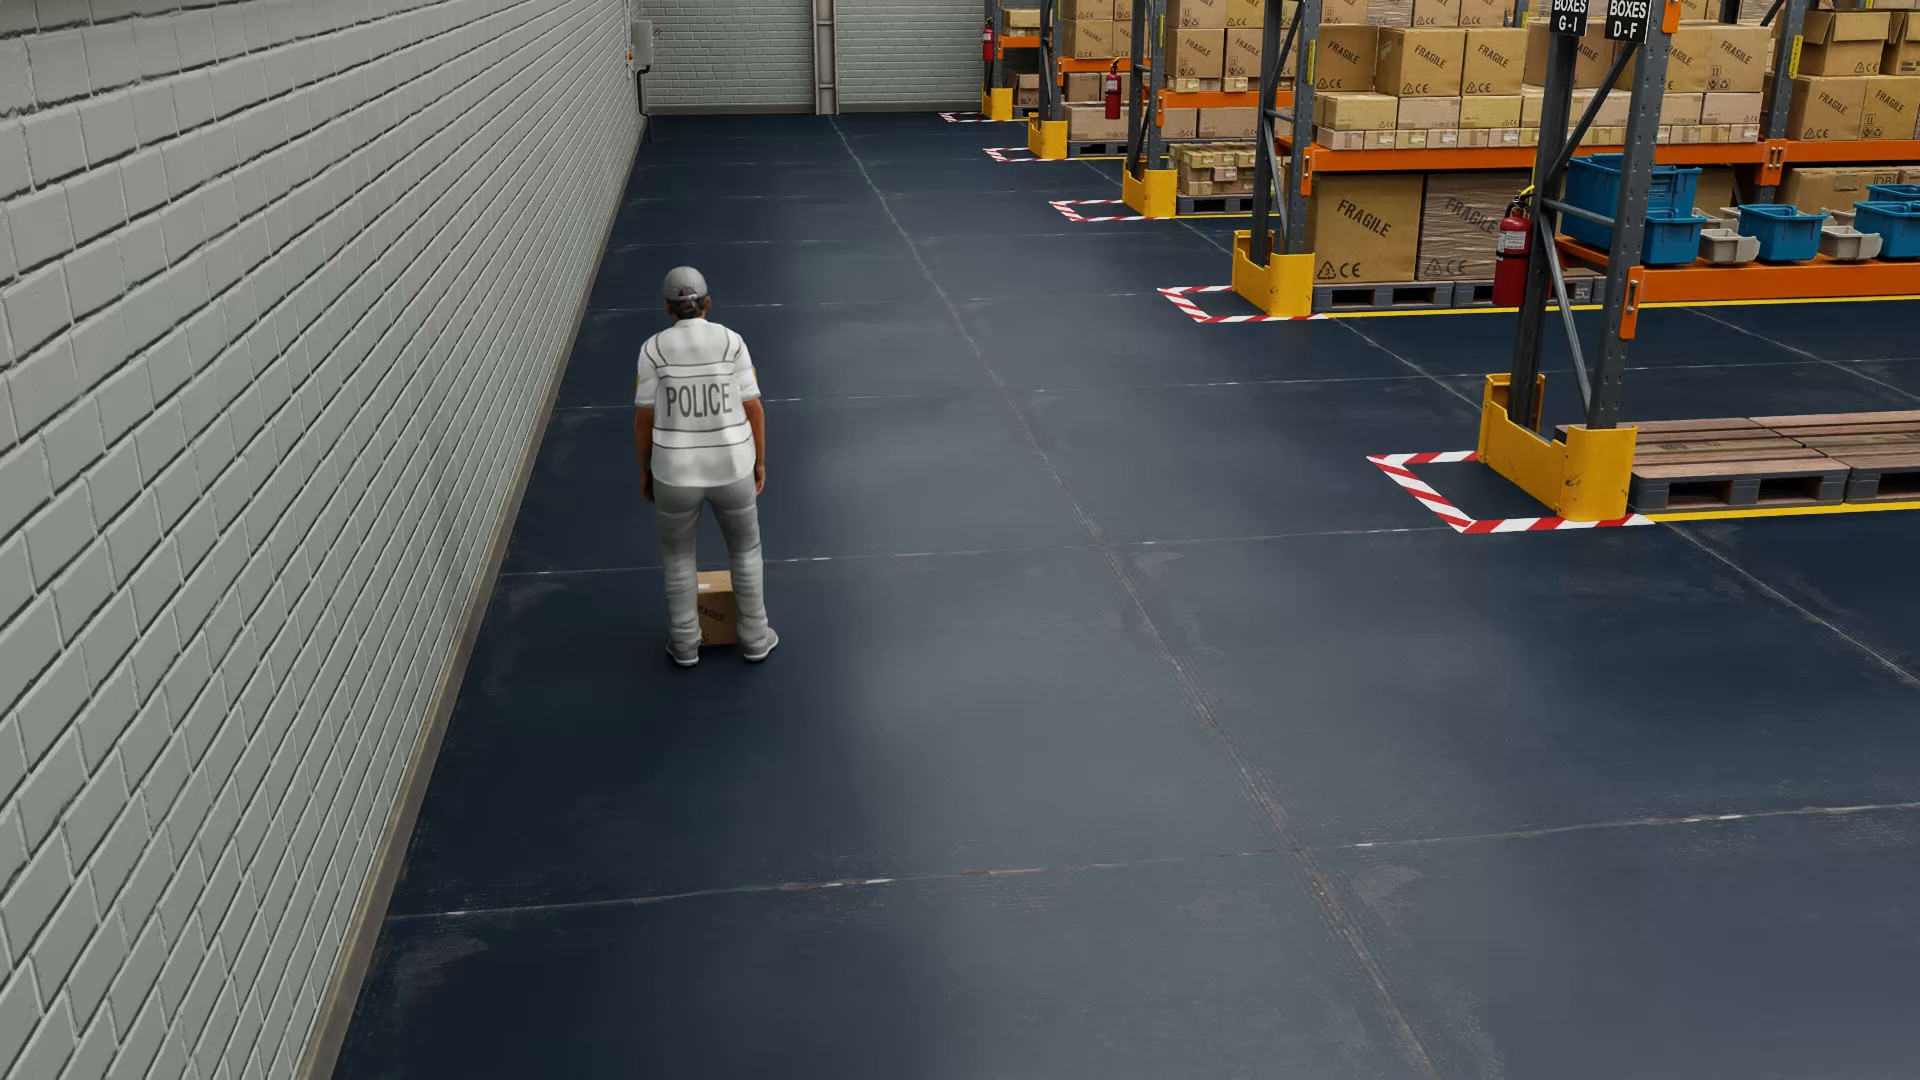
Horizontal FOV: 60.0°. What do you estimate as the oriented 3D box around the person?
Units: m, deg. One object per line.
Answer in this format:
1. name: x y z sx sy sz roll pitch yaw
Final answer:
1. person: -1.050 -0.290 6.858 0.554 1.665 0.468 -4 21 -11
